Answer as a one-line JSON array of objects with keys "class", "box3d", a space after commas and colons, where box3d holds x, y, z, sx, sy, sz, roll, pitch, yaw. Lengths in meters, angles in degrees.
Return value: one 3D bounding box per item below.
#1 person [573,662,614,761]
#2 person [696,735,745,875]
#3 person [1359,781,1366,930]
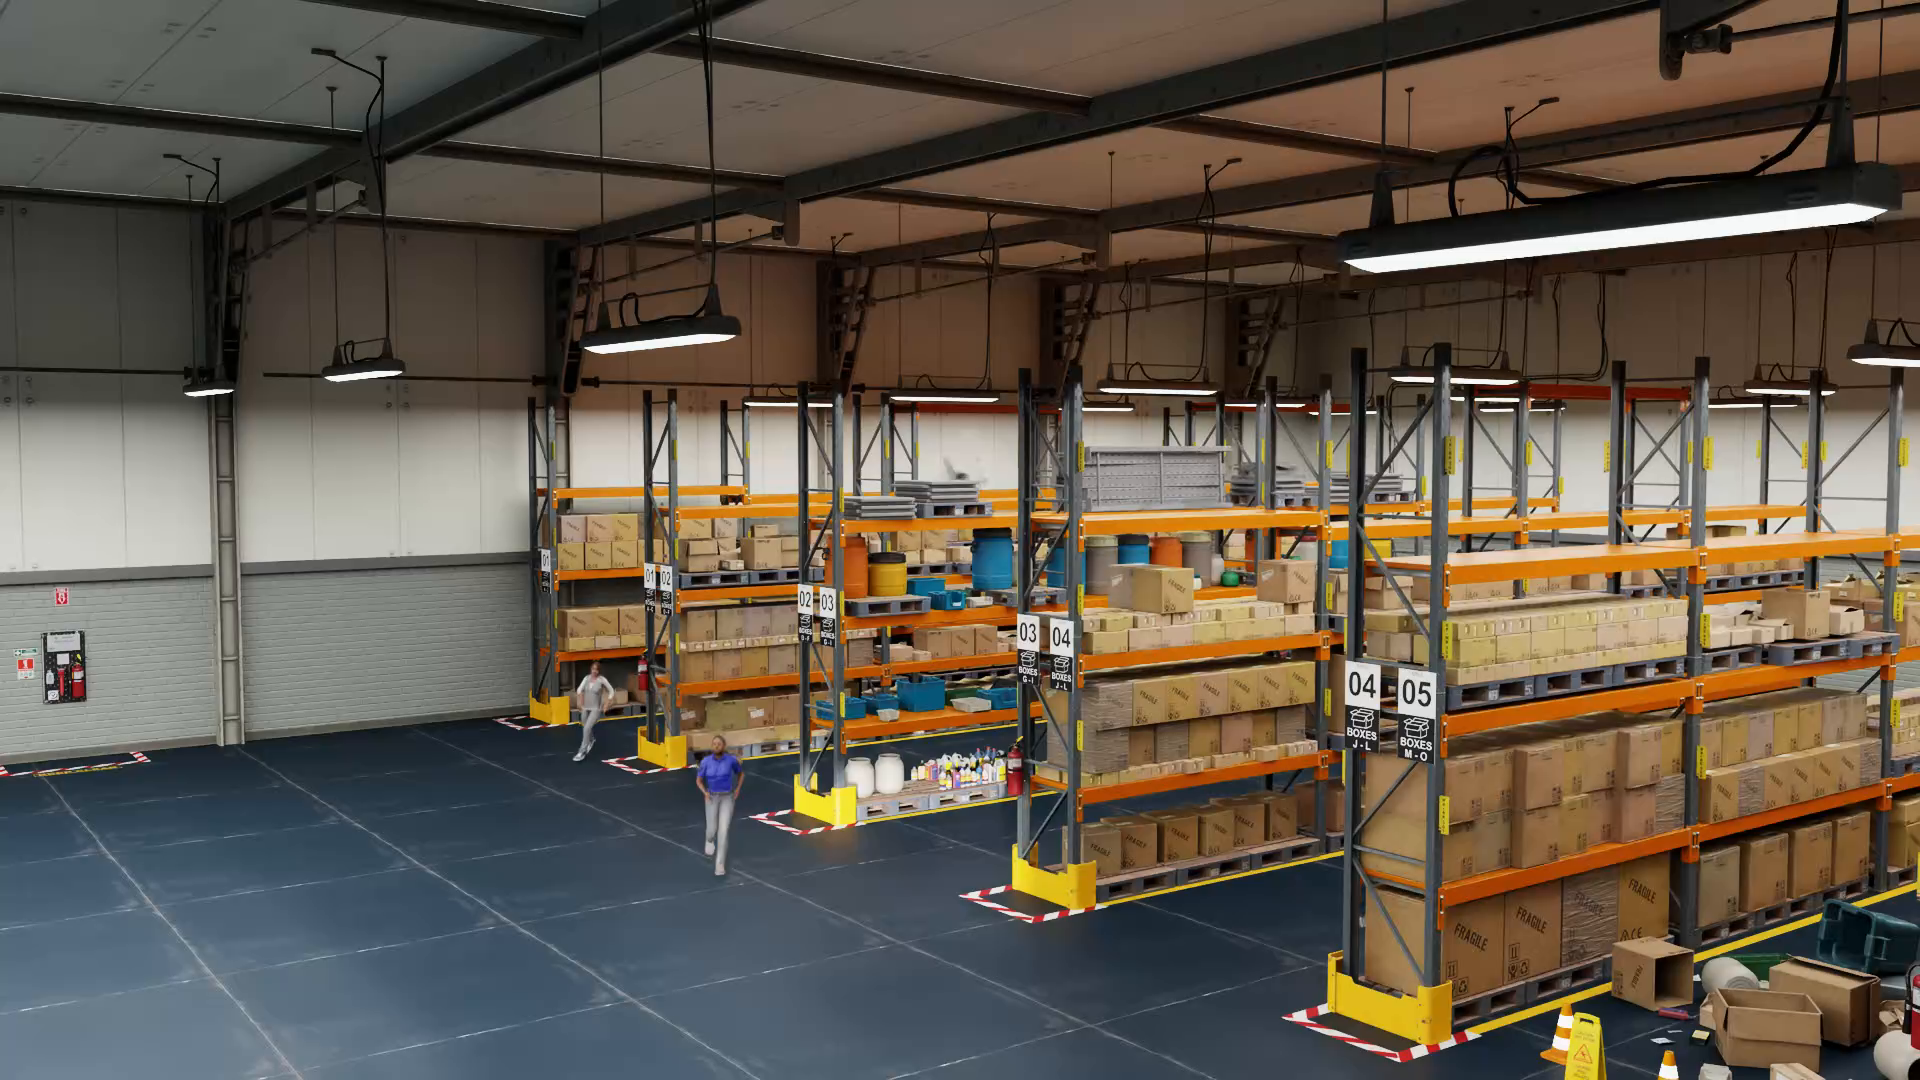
[{"class": "person", "box3d": [-5.956, 2.764, 27.064, 0.607, 1.563, 0.830, 1, 3, 12]}, {"class": "person", "box3d": [-2.900, 3.173, 20.170, 0.586, 1.648, 0.756, 0, 3, -6]}, {"class": "person", "box3d": [4.457, 3.327, 17.727, 0.502, 1.650, 0.721, 3, 5, 44]}]
